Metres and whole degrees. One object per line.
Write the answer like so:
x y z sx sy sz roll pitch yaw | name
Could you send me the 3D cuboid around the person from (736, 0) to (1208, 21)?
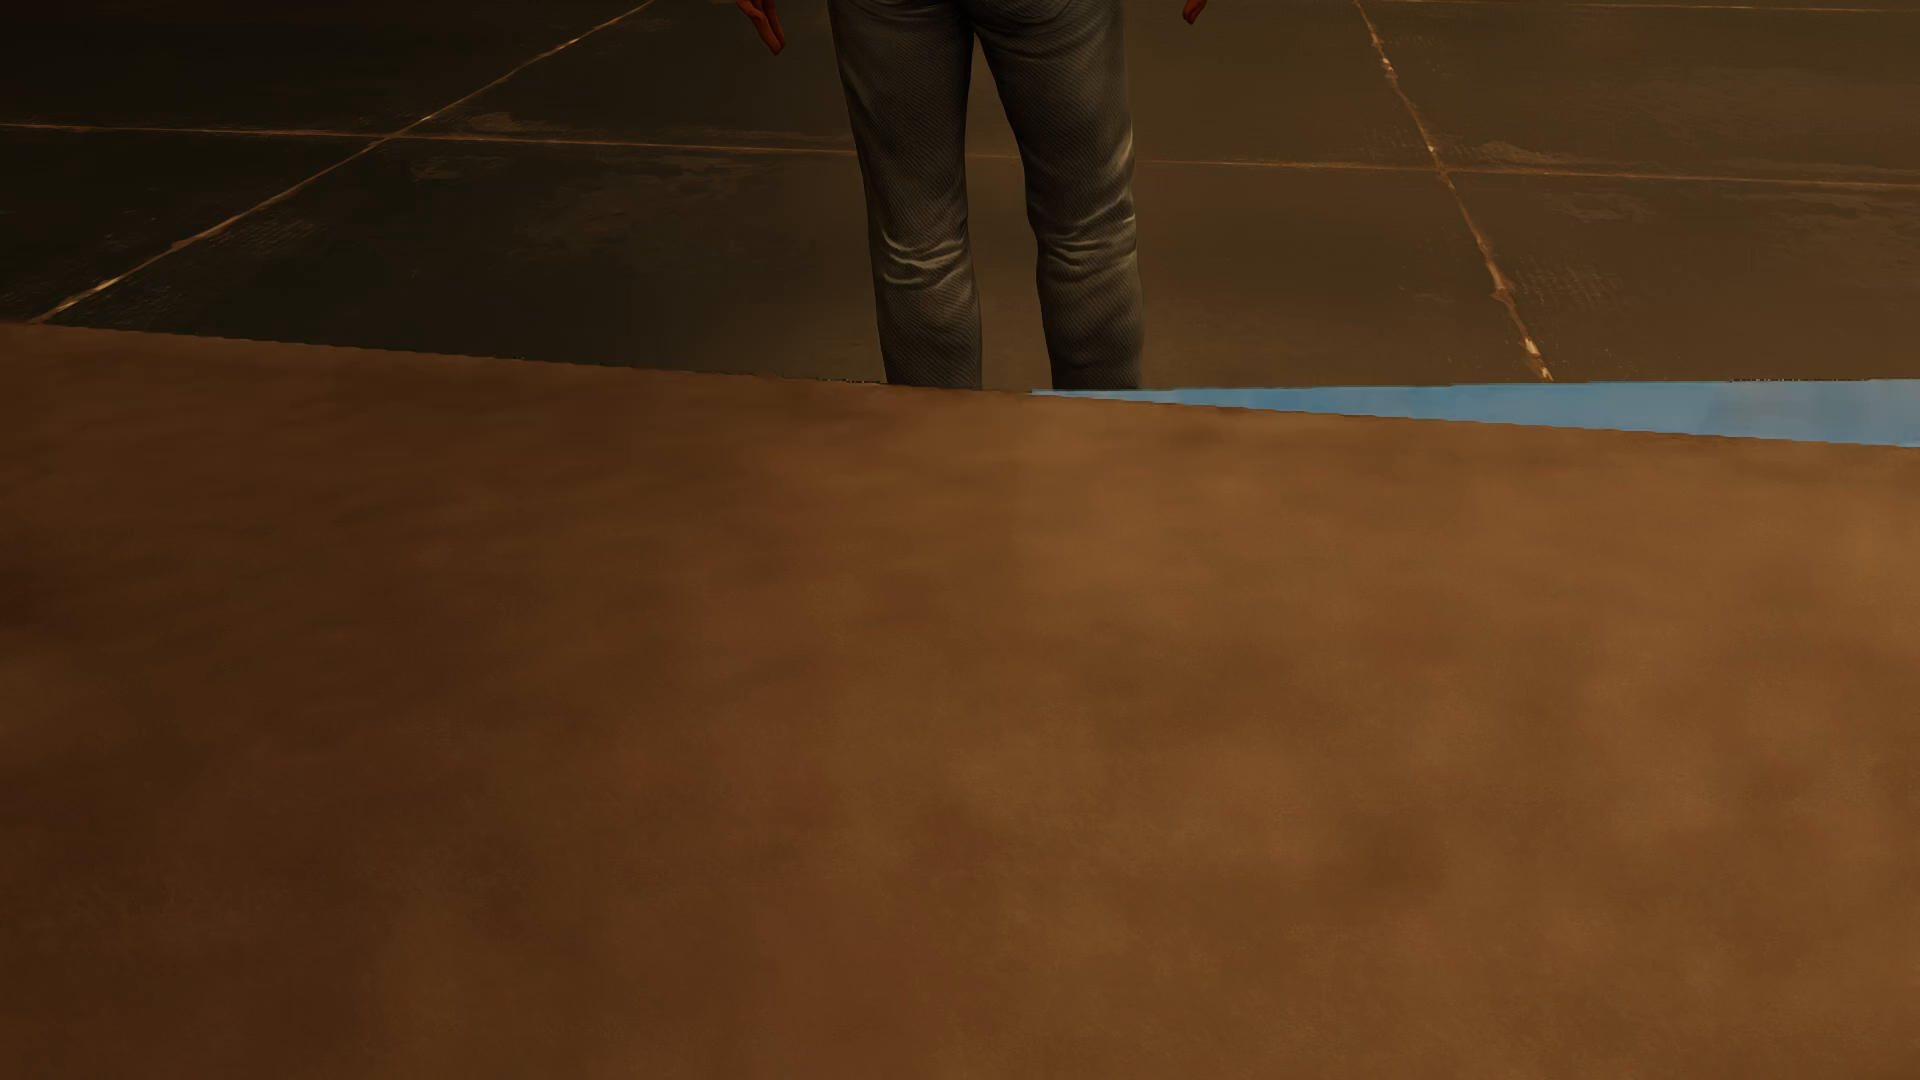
0.015 -0.827 2.163 0.665 1.765 0.577 3 27 7 | person
